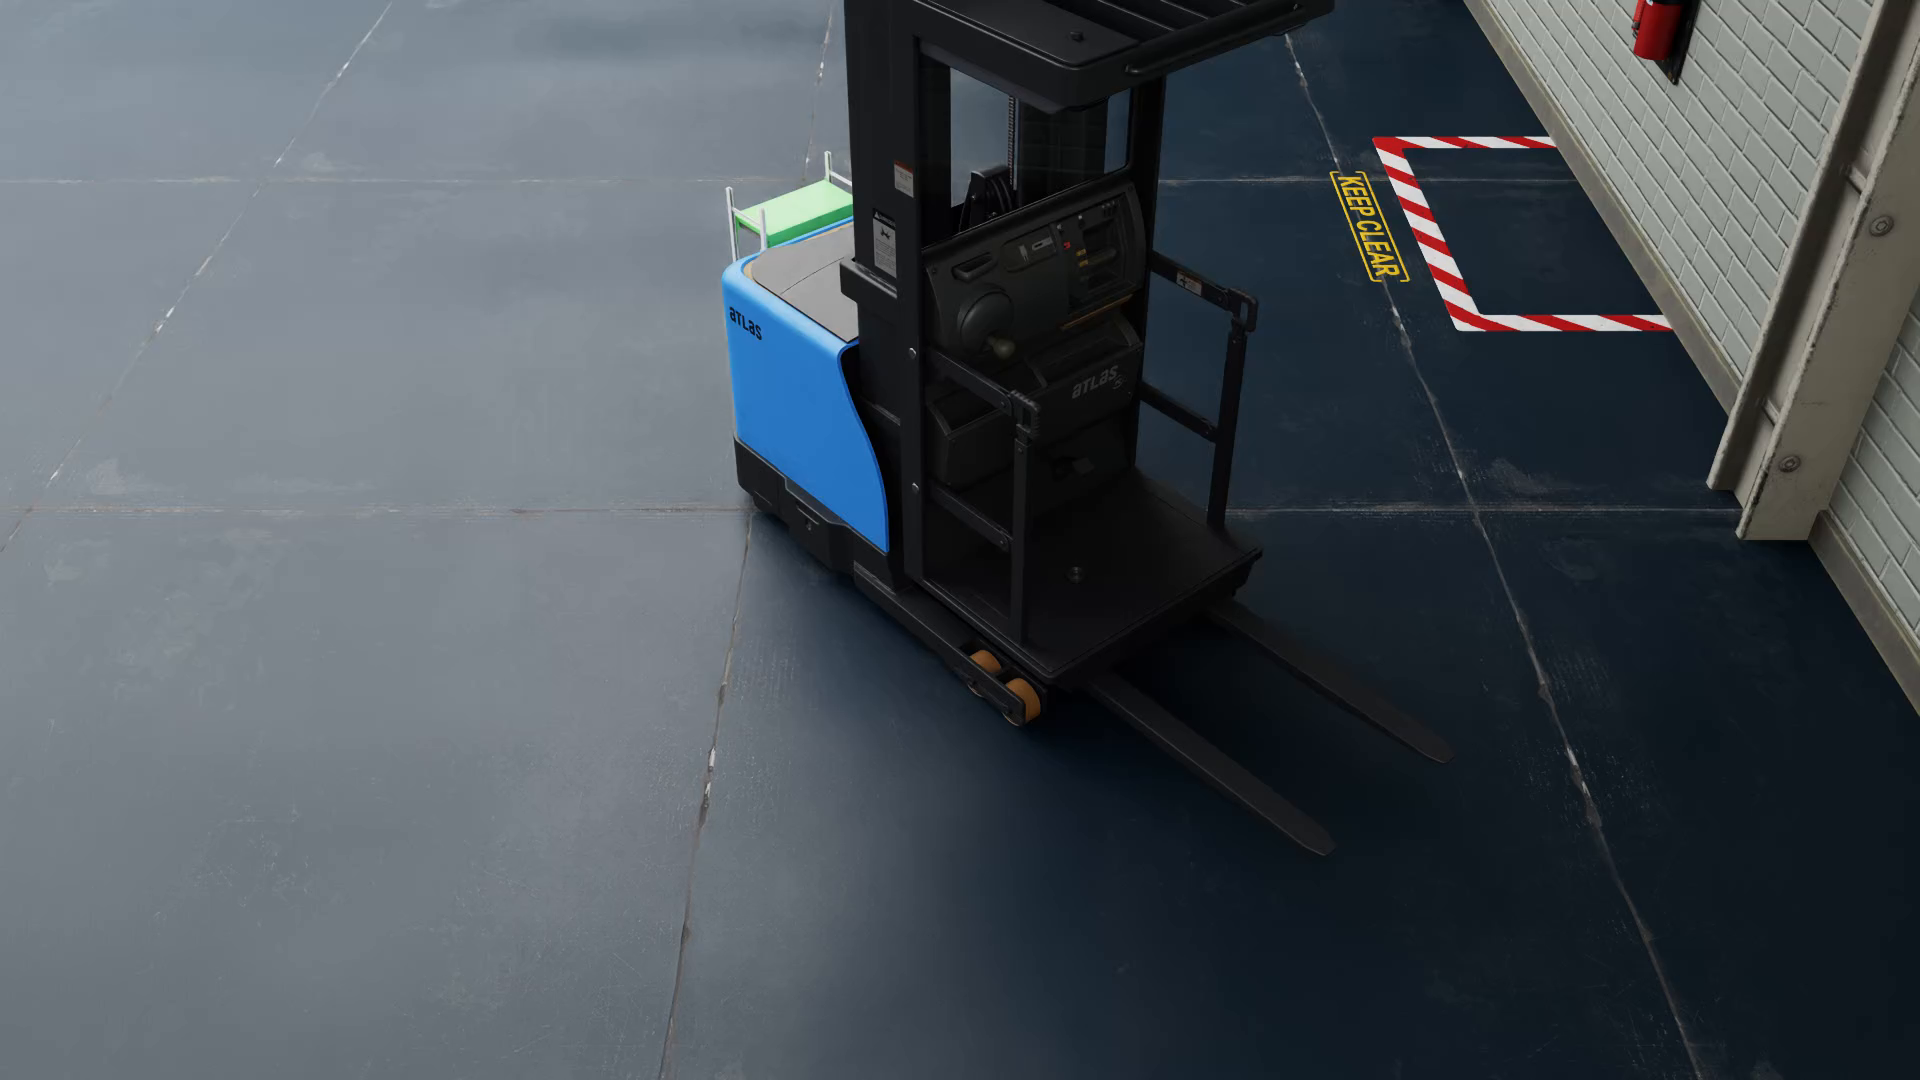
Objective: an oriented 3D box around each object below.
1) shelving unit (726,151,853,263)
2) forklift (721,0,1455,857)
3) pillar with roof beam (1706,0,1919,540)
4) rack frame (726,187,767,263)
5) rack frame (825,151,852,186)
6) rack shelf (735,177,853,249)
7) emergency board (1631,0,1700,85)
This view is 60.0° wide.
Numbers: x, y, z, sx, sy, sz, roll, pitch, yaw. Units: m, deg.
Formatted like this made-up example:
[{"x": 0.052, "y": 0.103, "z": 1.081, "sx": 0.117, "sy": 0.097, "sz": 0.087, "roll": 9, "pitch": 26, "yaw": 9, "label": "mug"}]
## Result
[{"x": -0.655, "y": -0.967, "z": 6.997, "sx": 0.503, "sy": 1.200, "sz": 0.258, "roll": -28, "pitch": 47, "yaw": -31, "label": "shelving unit"}, {"x": 0.408, "y": -0.843, "z": 5.458, "sx": 1.130, "sy": 2.935, "sz": 3.031, "roll": -28, "pitch": 46, "yaw": -30, "label": "forklift"}, {"x": -0.984, "y": -3.634, "z": 4.089, "sx": 9.100, "sy": 9.000, "sz": 0.400, "roll": 0, "pitch": 39, "yaw": 0, "label": "pillar with roof beam"}, {"x": -0.839, "y": -0.867, "z": 6.873, "sx": 0.015, "sy": 1.200, "sz": 0.240, "roll": -28, "pitch": 47, "yaw": -31, "label": "rack frame"}, {"x": -0.470, "y": -1.067, "z": 7.122, "sx": 0.015, "sy": 1.200, "sz": 0.240, "roll": -28, "pitch": 47, "yaw": -31, "label": "rack frame"}, {"x": -0.655, "y": -1.292, "z": 6.737, "sx": 0.480, "sy": 0.148, "sz": 0.258, "roll": -28, "pitch": 47, "yaw": -31, "label": "rack shelf"}, {"x": 3.357, "y": -2.841, "z": 7.897, "sx": 0.194, "sy": 1.169, "sz": 0.643, "roll": 0, "pitch": 39, "yaw": 0, "label": "emergency board"}]
